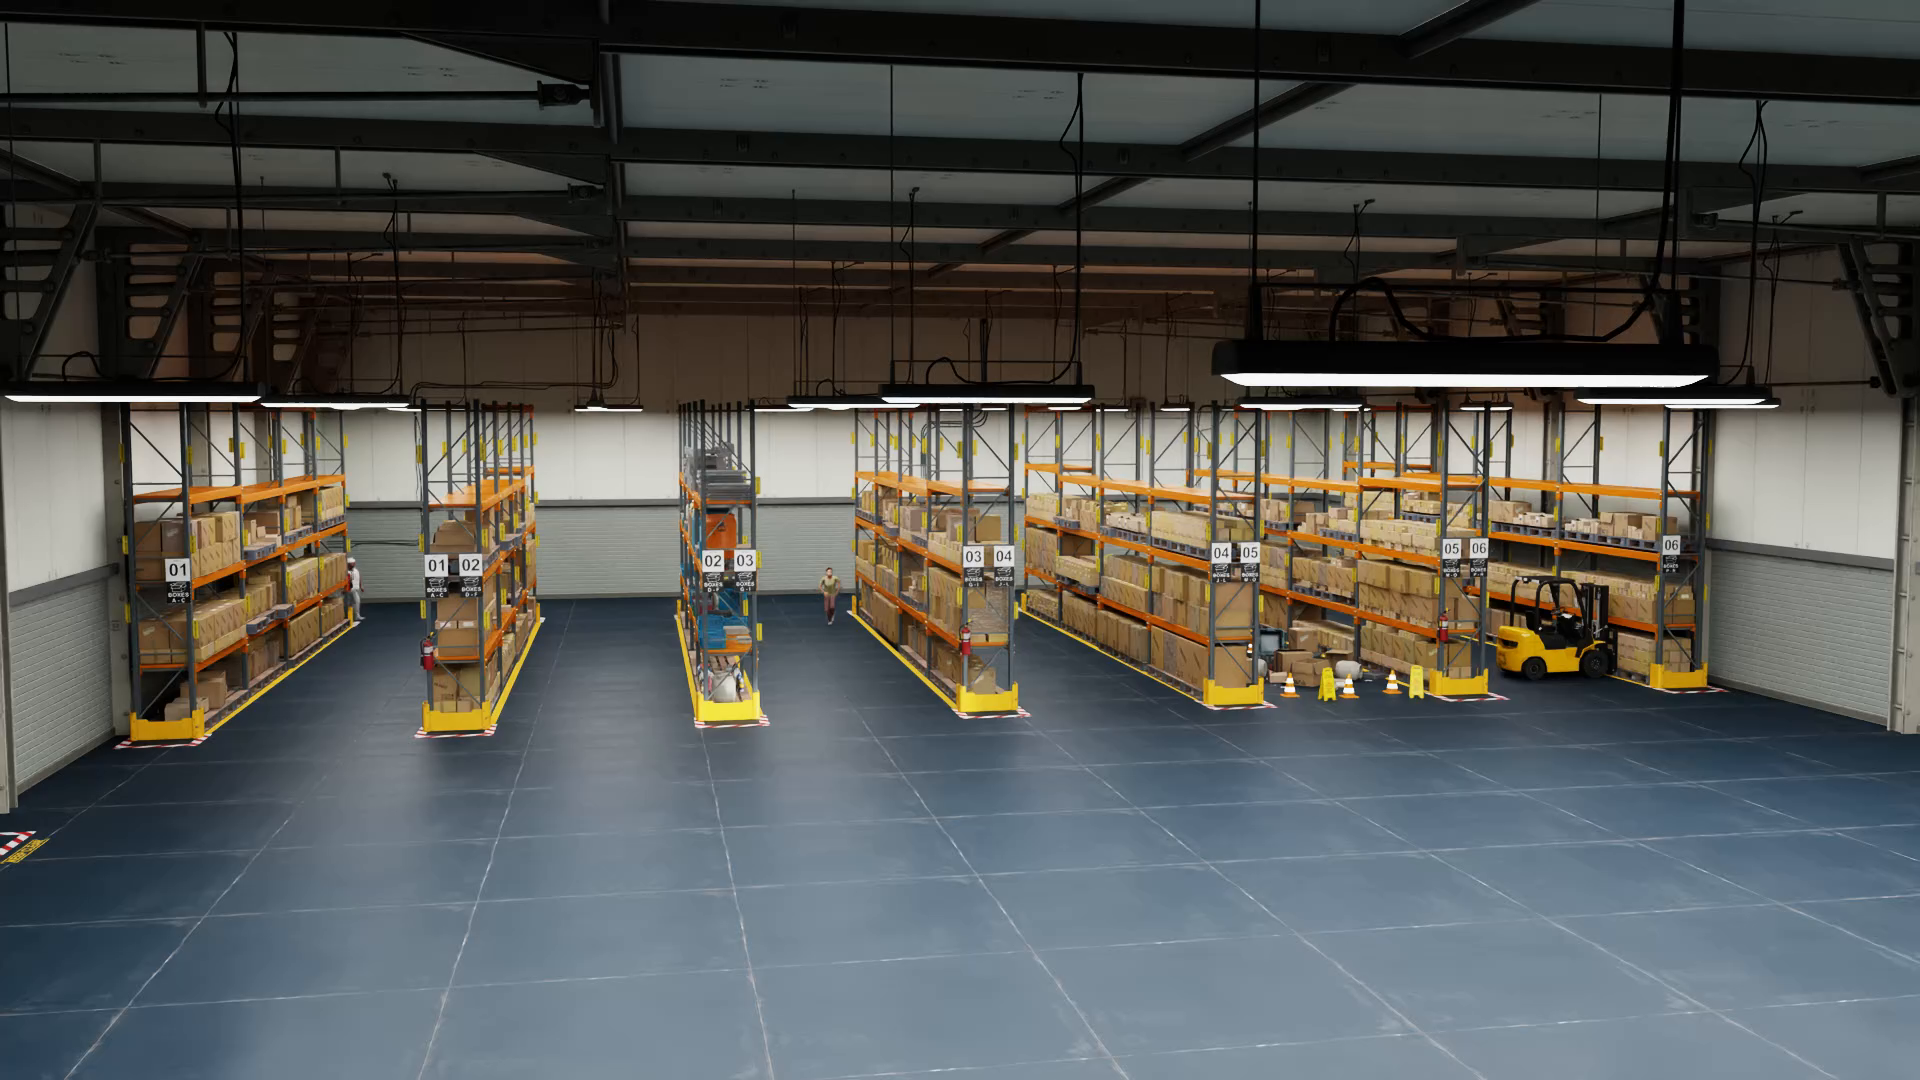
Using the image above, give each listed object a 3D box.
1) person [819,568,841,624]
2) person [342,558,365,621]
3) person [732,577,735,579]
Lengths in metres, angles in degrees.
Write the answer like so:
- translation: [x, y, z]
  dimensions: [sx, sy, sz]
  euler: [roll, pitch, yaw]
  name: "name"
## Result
- translation: [-3.535, 1.521, 45.290]
  dimensions: [0.596, 1.580, 0.688]
  euler: [0, 4, 0]
  name: "person"
- translation: [-16.909, 1.357, 46.188]
  dimensions: [0.876, 1.742, 0.558]
  euler: [1, 4, 7]
  name: "person"
- translation: [-6.620, 1.122, 49.987]
  dimensions: [0.722, 1.683, 0.662]
  euler: [0, 4, -3]
  name: "person"
